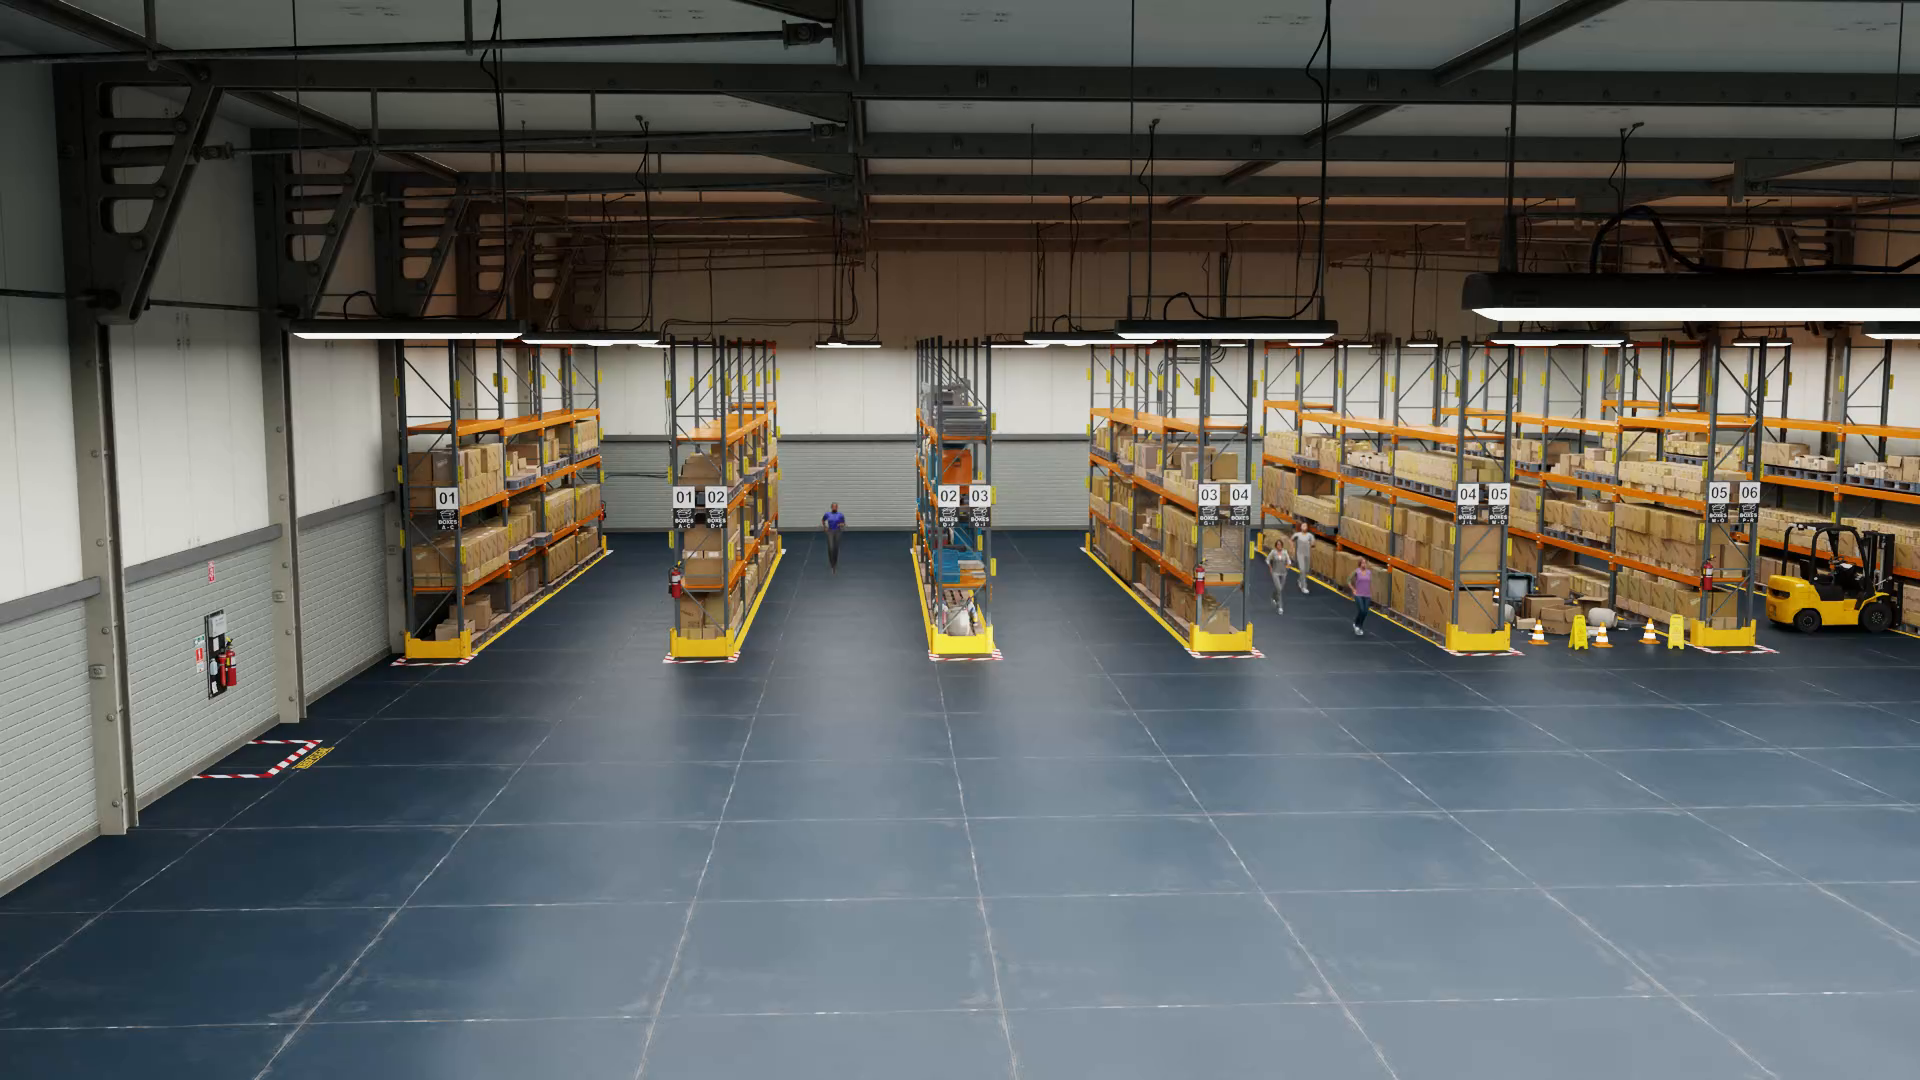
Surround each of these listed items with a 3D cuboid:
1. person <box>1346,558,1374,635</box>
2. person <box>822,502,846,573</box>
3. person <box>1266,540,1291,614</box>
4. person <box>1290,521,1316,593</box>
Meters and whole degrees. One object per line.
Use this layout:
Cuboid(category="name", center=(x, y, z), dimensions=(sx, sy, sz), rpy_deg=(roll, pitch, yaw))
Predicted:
Cuboid(category="person", center=(8.085, 1.141, 33.407), dimensions=(0.522, 1.569, 0.592), rpy_deg=(-1, 7, -11))
Cuboid(category="person", center=(-3.124, -0.083, 41.374), dimensions=(0.565, 1.727, 0.773), rpy_deg=(-1, 7, -12))
Cuboid(category="person", center=(7.016, 0.781, 36.582), dimensions=(0.526, 1.606, 0.815), rpy_deg=(-1, 7, -6))
Cuboid(category="person", center=(8.166, 0.379, 39.551), dimensions=(0.564, 1.655, 0.969), rpy_deg=(-1, 7, -7))
